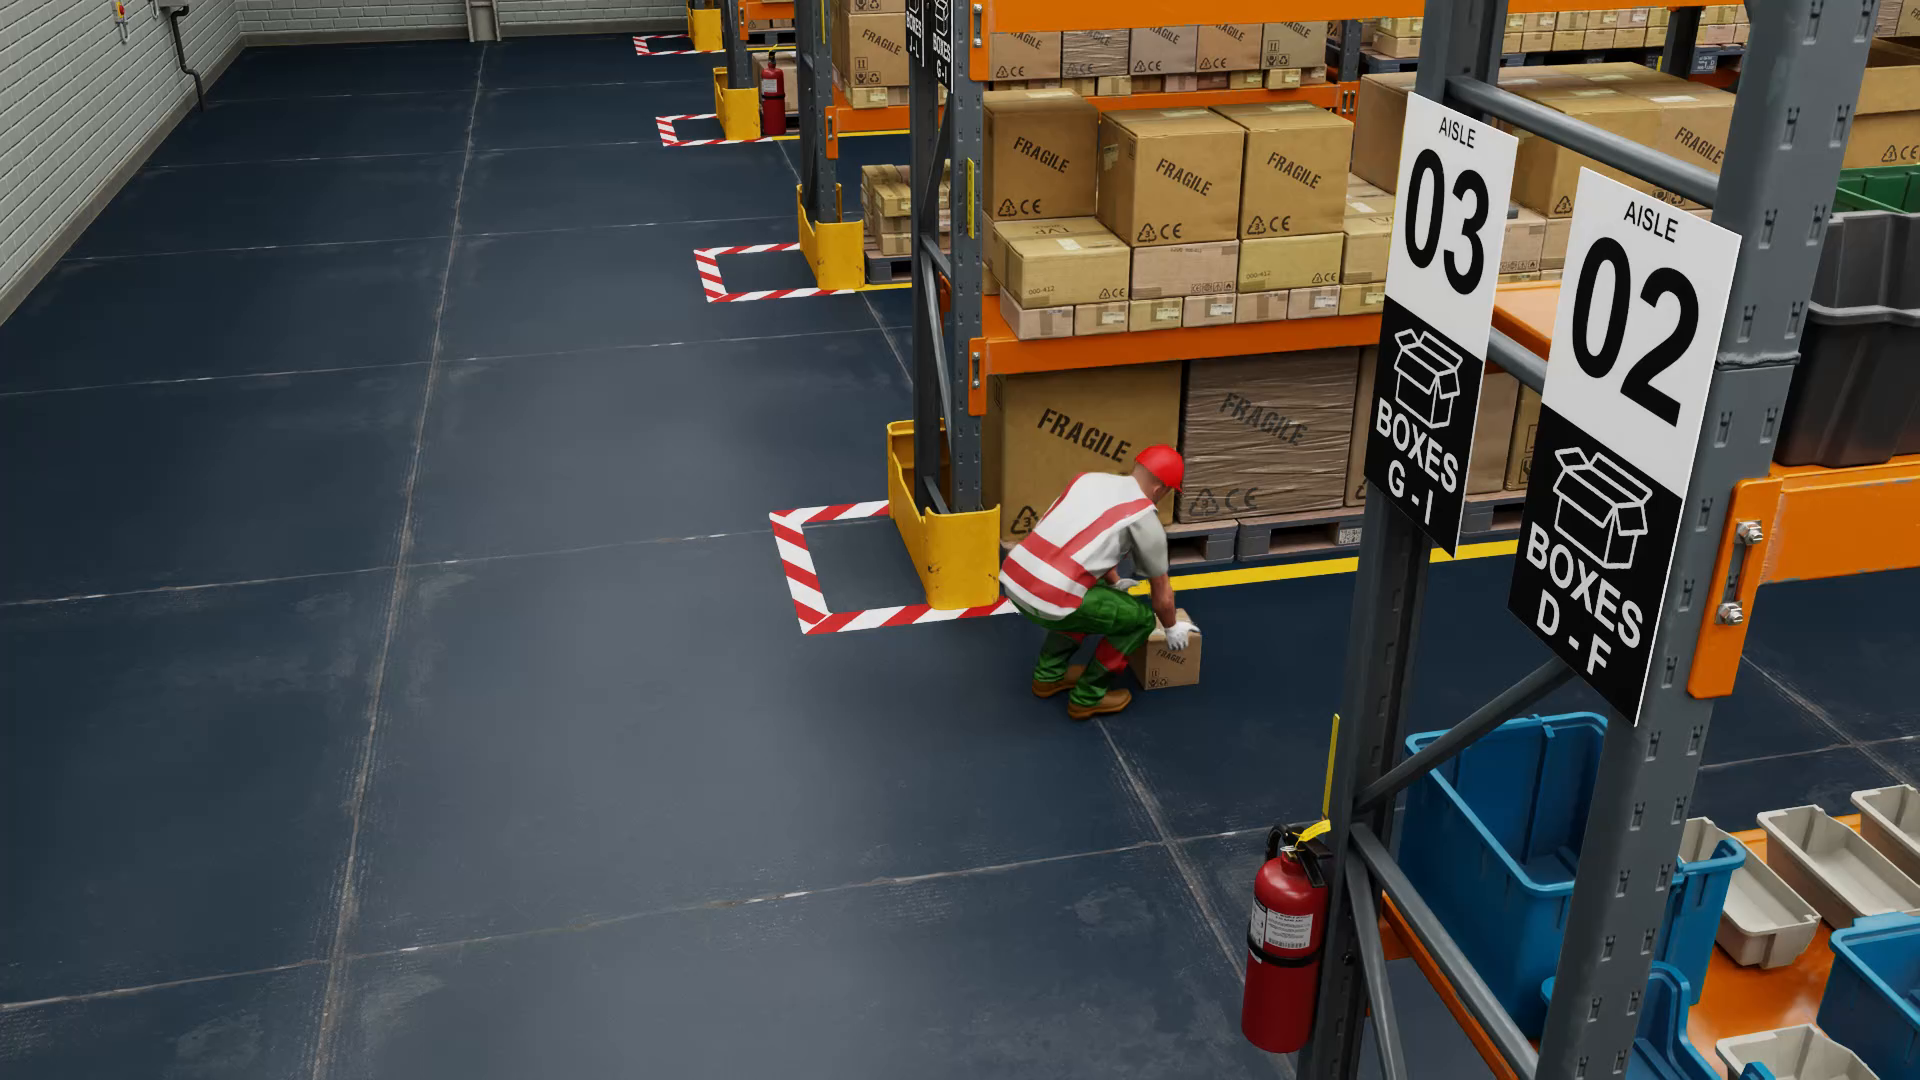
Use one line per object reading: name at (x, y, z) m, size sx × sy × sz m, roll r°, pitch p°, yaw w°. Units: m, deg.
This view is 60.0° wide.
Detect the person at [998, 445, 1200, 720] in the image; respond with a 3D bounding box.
person at (0.567, 0.169, 7.035) m, size 0.866 × 1.091 × 0.577 m, roll -13°, pitch 29°, yaw -25°
